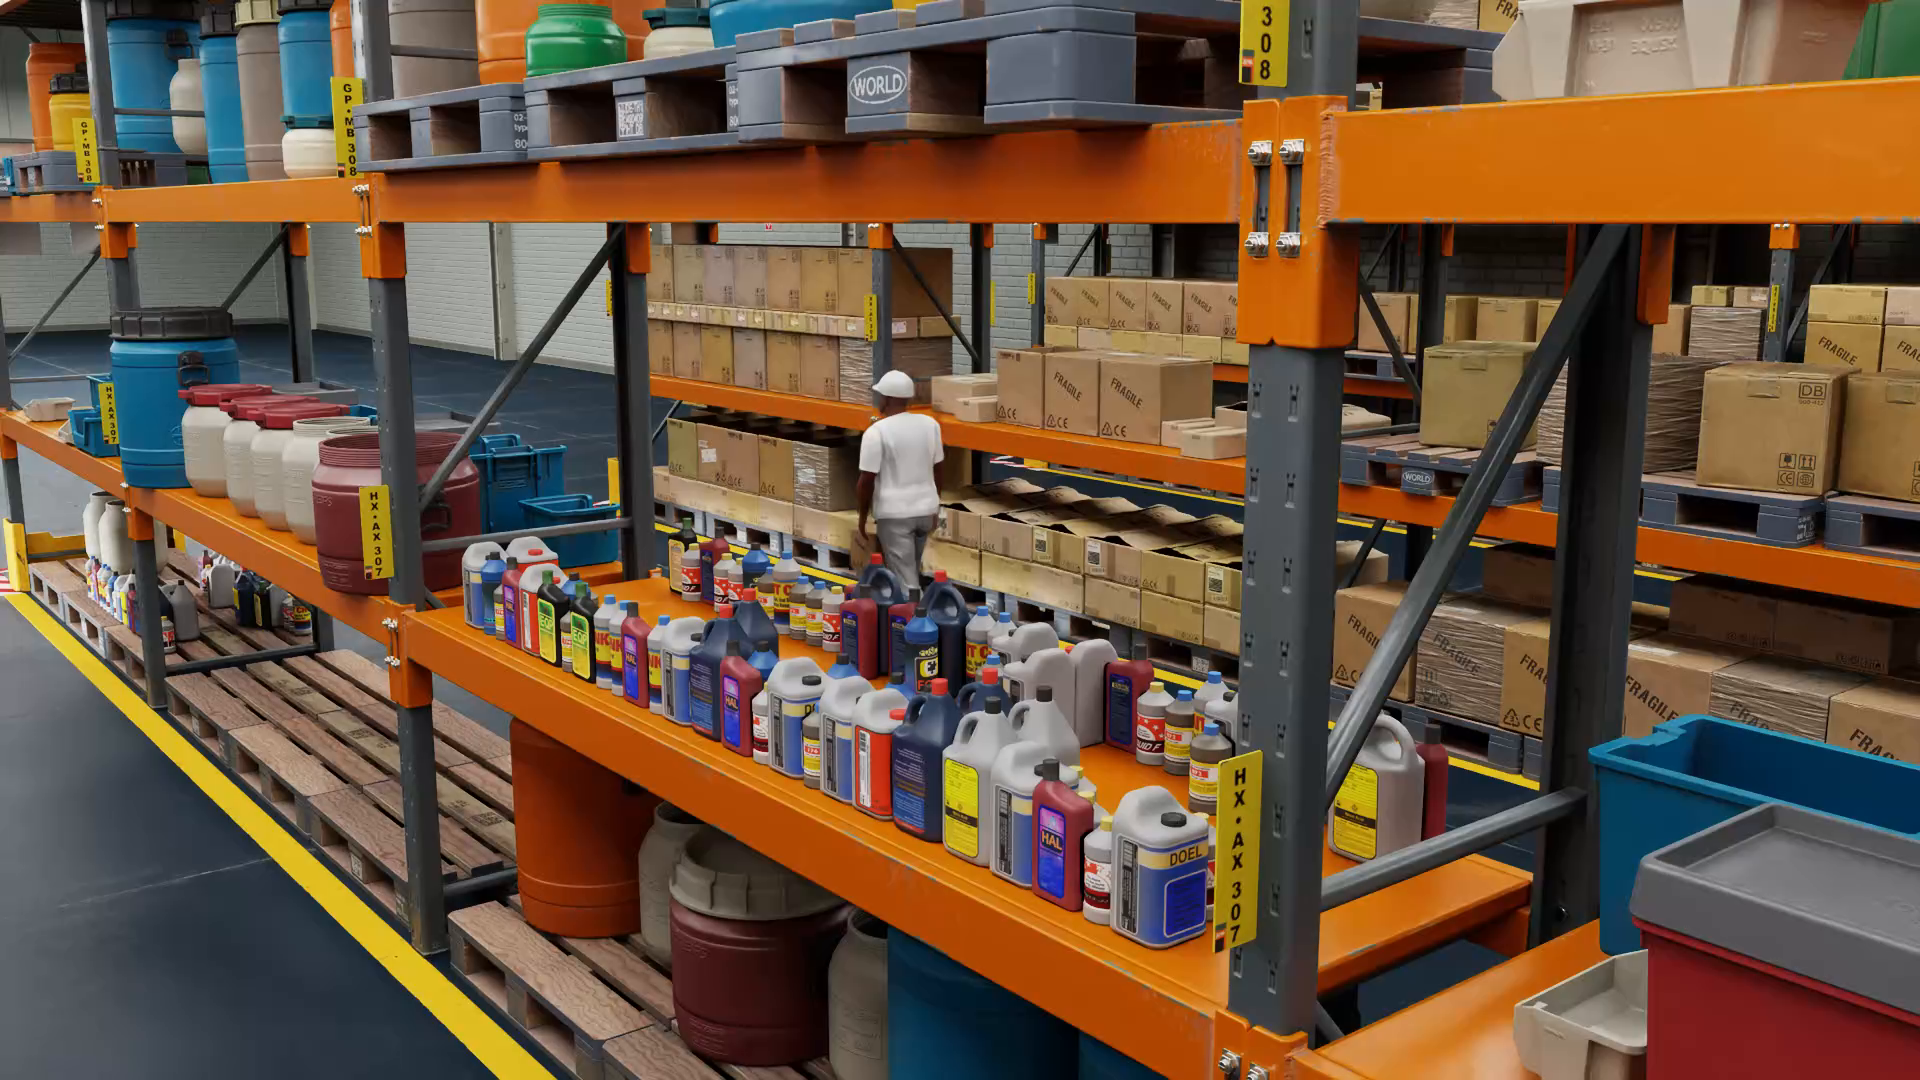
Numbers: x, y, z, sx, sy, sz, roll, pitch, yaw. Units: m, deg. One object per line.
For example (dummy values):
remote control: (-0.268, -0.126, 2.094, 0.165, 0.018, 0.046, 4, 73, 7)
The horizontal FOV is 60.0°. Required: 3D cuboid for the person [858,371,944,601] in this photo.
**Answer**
person: (-0.421, -0.169, 10.200, 0.572, 1.741, 0.834, -9, 14, -38)
